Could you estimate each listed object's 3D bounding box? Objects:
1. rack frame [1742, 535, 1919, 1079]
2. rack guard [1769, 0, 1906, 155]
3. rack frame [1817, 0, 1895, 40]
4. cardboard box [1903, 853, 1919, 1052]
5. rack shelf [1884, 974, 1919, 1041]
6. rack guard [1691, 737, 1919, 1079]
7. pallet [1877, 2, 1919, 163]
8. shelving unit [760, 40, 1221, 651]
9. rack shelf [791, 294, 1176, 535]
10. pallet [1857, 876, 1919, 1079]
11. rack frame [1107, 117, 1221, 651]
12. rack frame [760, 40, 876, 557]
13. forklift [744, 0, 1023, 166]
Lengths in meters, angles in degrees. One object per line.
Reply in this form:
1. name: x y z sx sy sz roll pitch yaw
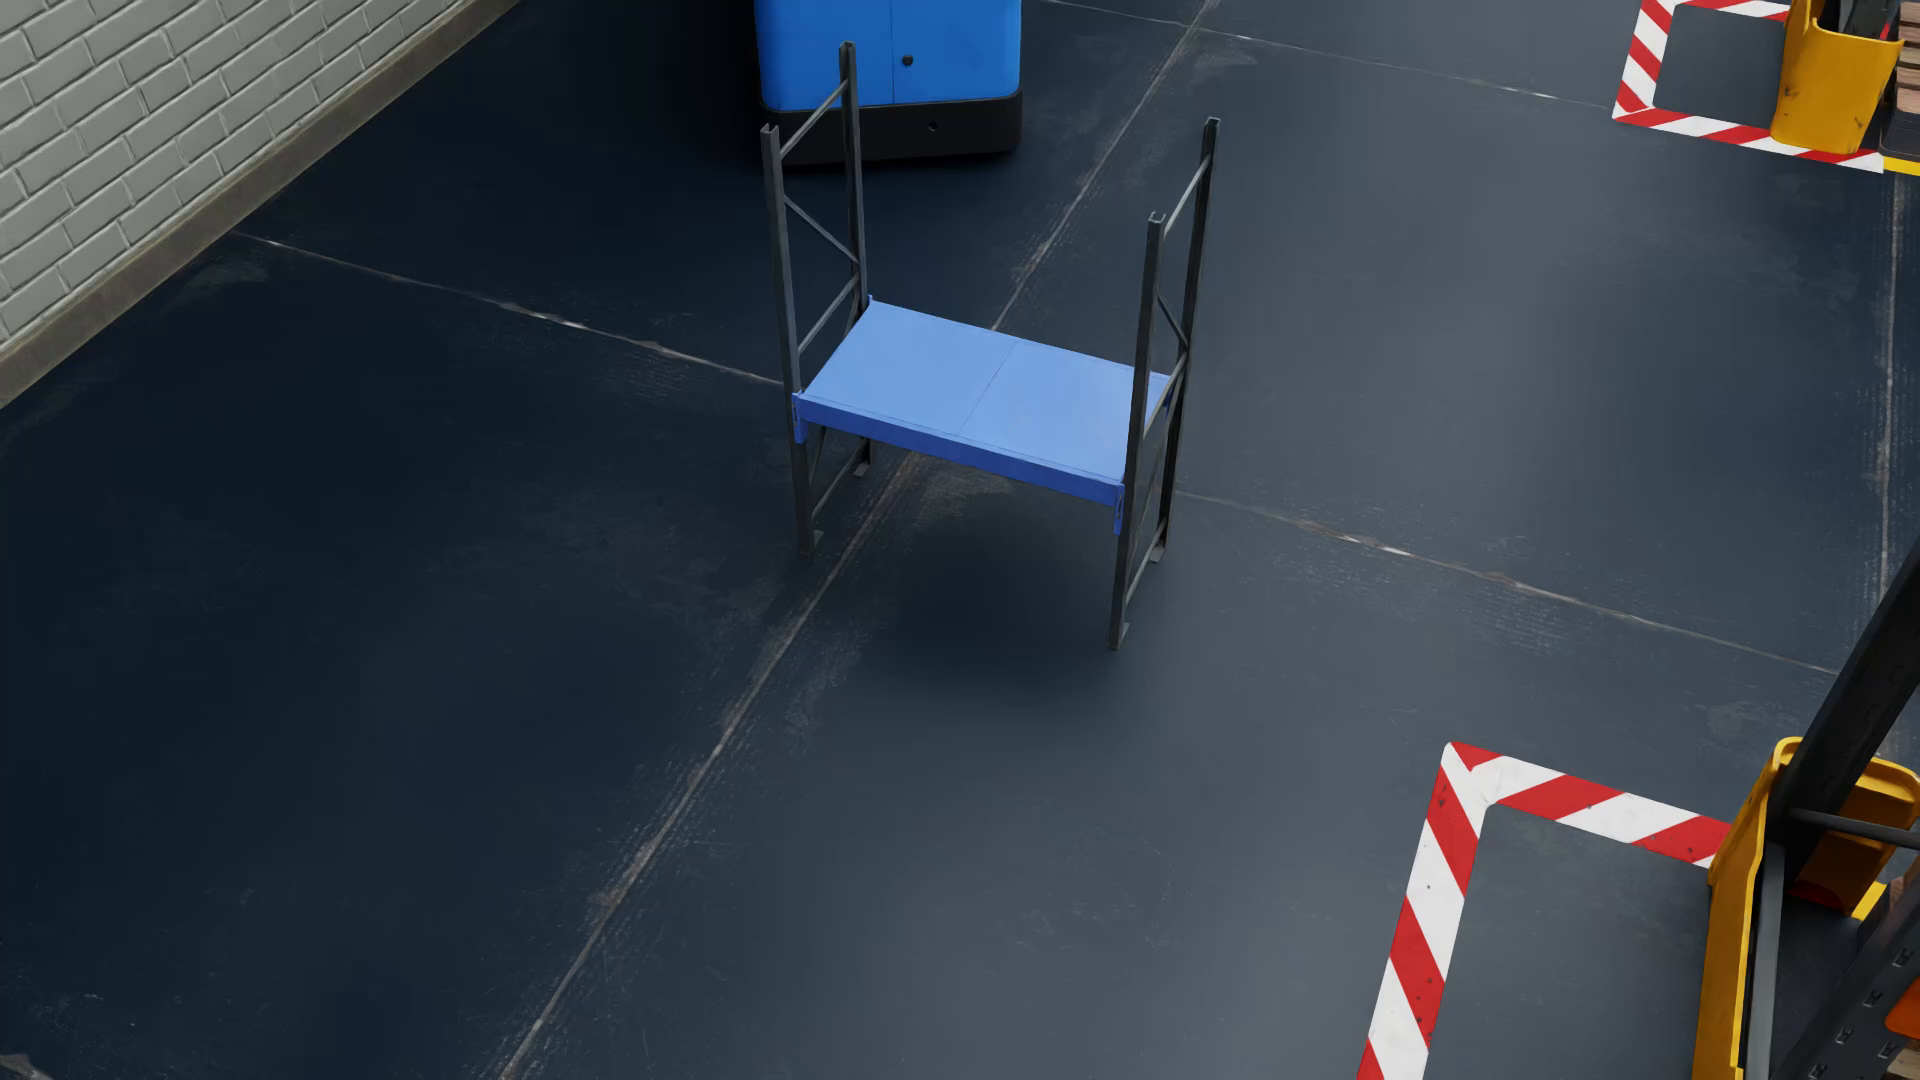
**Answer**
1. rack frame: 1.864 0.163 2.959 0.127 3.000 1.000 16 47 16
2. rack guard: 3.748 -2.172 7.078 0.348 0.500 1.175 16 47 16
3. rack frame: 3.775 -3.060 6.199 0.127 3.000 1.000 16 47 16
4. cardboard box: 2.461 0.881 3.698 0.500 0.500 0.500 16 47 16
5. rack shelf: 3.710 0.962 2.667 4.000 0.370 1.077 16 47 16
6. rack guard: 1.934 1.070 3.820 0.348 0.500 1.175 16 47 16
7. pallet: 4.521 -1.822 6.932 1.213 0.211 1.003 16 47 16
8. shelving unit: 0.079 -0.509 4.698 1.048 1.500 0.538 16 47 16
9. rack shelf: 0.079 -0.381 4.825 1.000 0.185 0.538 16 47 16
10. pallet: 2.671 1.389 3.705 1.213 0.211 1.003 16 47 16
11. rack frame: 0.548 -0.370 4.559 0.032 1.500 0.500 16 47 16
12. rack frame: -0.390 -0.647 4.836 0.032 1.500 0.500 16 47 16
13. forklift: -0.441 -3.581 6.771 1.130 2.935 3.031 -5 45 -5
